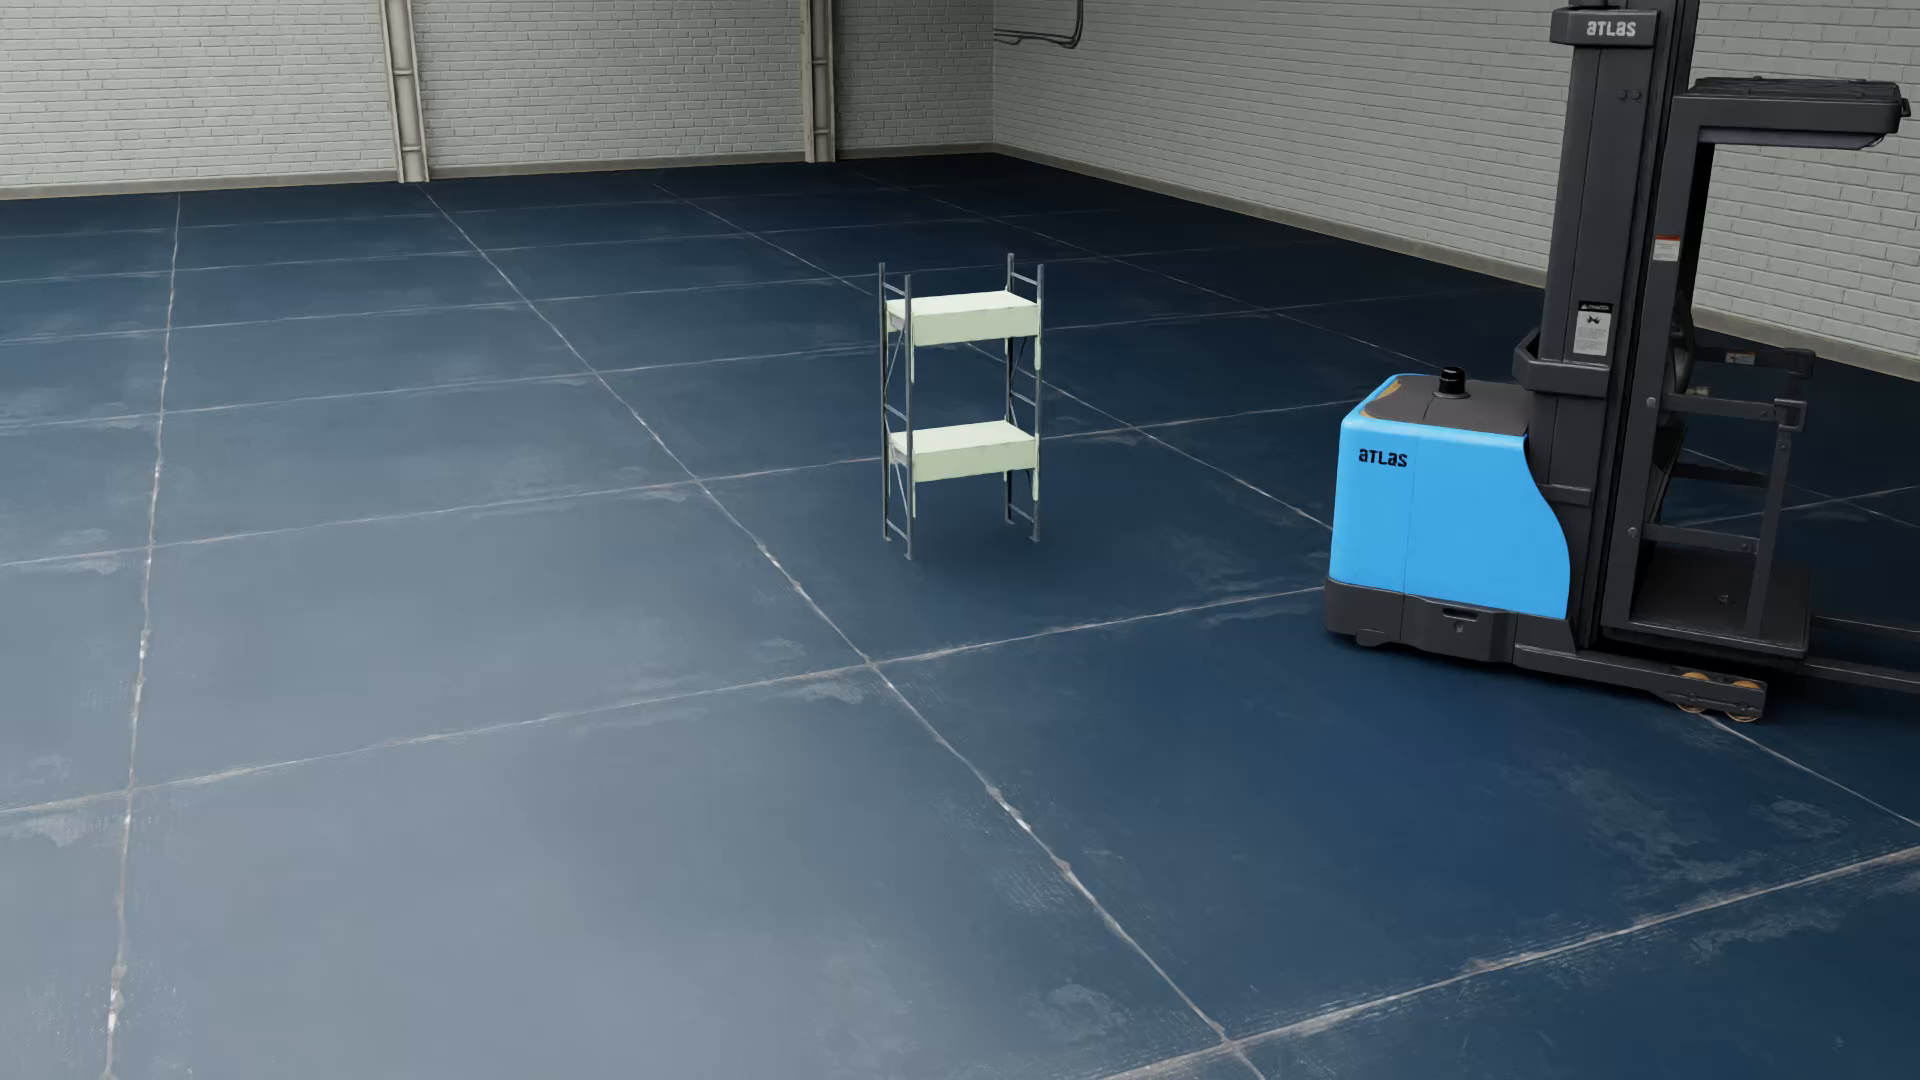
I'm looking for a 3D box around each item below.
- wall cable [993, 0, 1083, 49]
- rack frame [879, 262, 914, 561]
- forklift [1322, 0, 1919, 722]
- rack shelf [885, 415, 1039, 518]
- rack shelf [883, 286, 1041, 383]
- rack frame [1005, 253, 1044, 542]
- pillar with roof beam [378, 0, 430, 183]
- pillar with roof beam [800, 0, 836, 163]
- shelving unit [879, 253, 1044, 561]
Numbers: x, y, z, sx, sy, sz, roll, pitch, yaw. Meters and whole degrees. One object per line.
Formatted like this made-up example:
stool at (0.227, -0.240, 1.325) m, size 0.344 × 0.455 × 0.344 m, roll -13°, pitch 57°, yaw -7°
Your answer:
wall cable at (1.082, -8.584, 24.528) m, size 0.112 × 2.526 × 3.097 m, roll -8°, pitch 21°, yaw -22°
rack frame at (-0.330, -0.660, 8.639) m, size 0.023 × 1.500 × 0.400 m, roll -8°, pitch 21°, yaw -22°
forklift at (3.227, -0.830, 6.967) m, size 3.031 × 2.935 × 1.130 m, roll 10°, pitch 22°, yaw 26°
rack shelf at (0.006, -0.401, 8.884) m, size 0.720 × 0.370 × 0.431 m, roll -8°, pitch 21°, yaw -22°
rack shelf at (0.006, -1.076, 8.646) m, size 0.720 × 0.370 × 0.431 m, roll -8°, pitch 21°, yaw -22°
rack frame at (0.342, -0.756, 8.912) m, size 0.023 × 1.500 × 0.400 m, roll -8°, pitch 21°, yaw -22°
pillar with roof beam at (-5.951, -7.962, 18.086) m, size 0.400 × 9.000 × 9.100 m, roll -8°, pitch 21°, yaw -22°
pillar with roof beam at (-0.442, -8.752, 20.328) m, size 0.400 × 9.000 × 9.100 m, roll -8°, pitch 21°, yaw -22°
shelving unit at (0.006, -0.708, 8.775) m, size 0.755 × 1.500 × 0.431 m, roll -8°, pitch 21°, yaw -22°
